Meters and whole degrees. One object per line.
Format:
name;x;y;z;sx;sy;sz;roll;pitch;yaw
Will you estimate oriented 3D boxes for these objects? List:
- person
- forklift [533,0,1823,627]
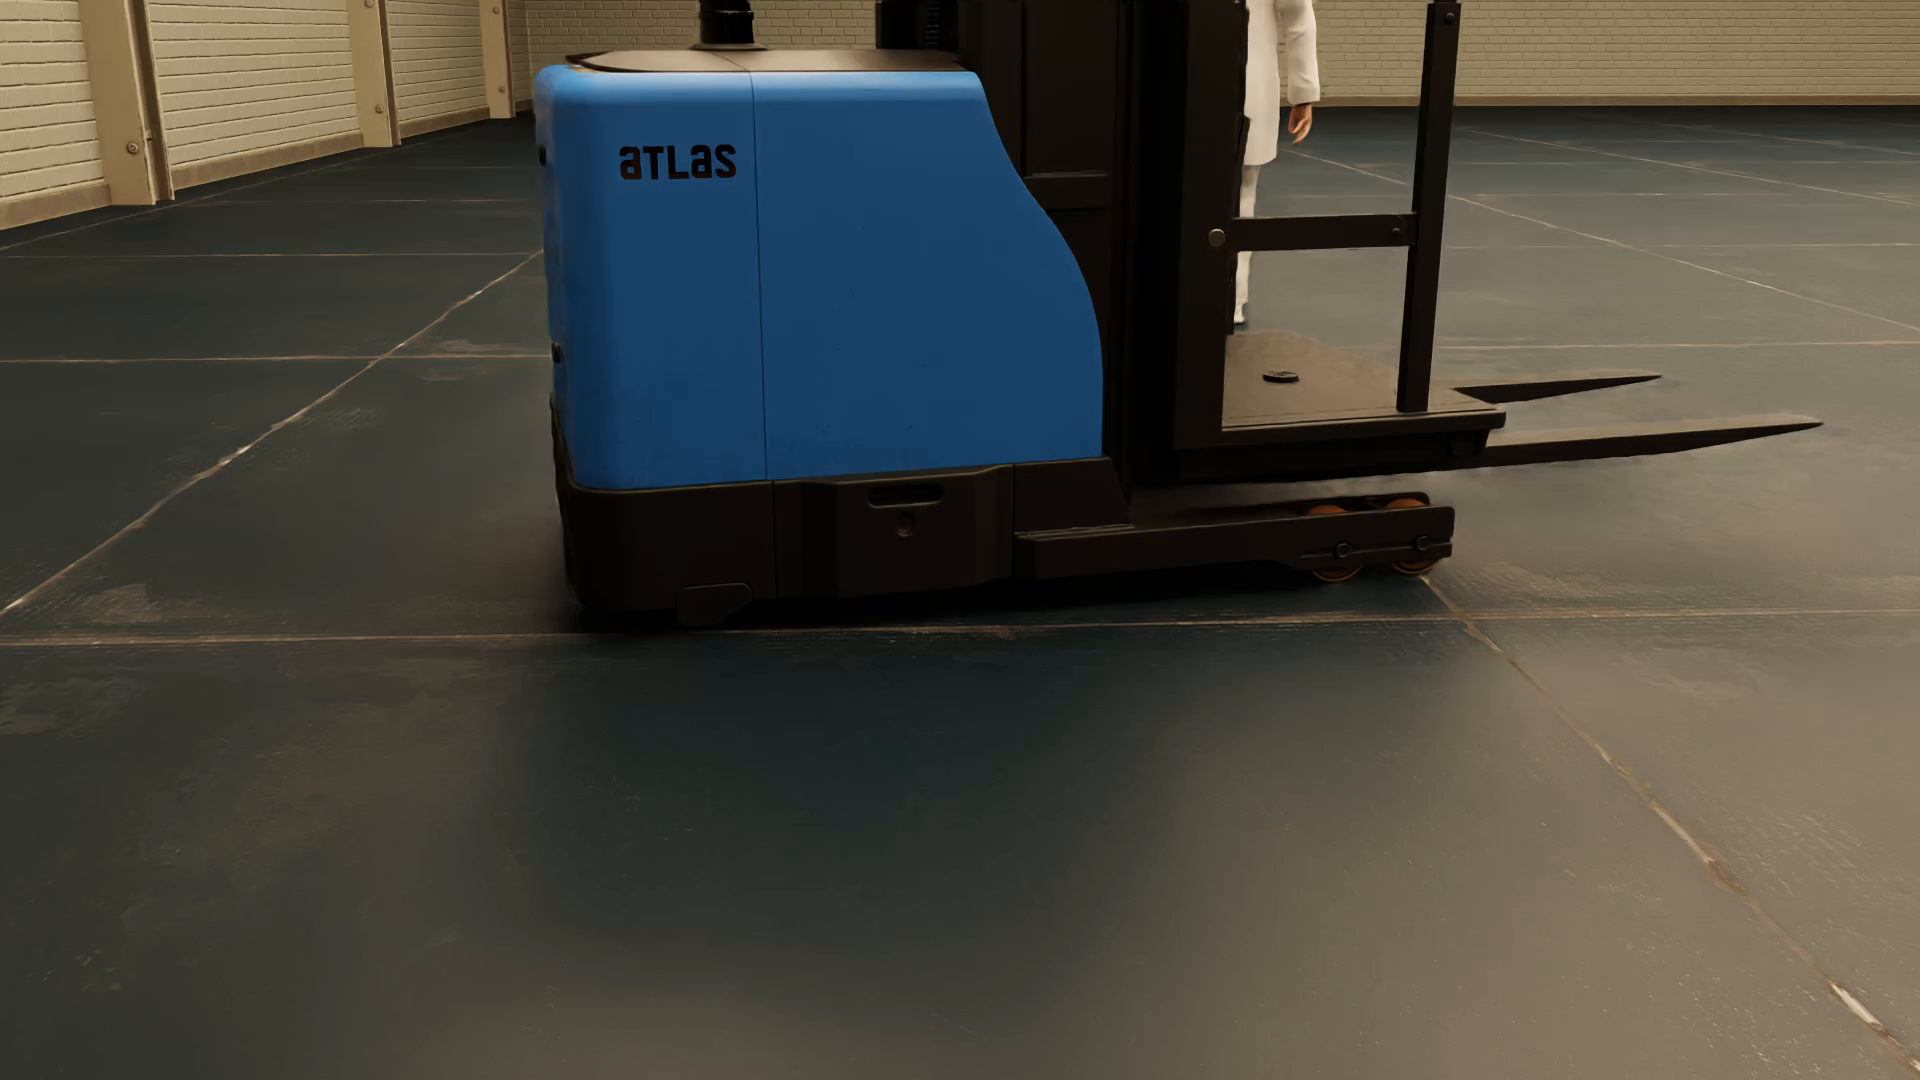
person;1.034;-1.760;6.670;0.765;1.758;0.502;-1;17;-2
forklift;0.588;-1.453;3.659;3.031;2.935;1.130;-5;18;-15
